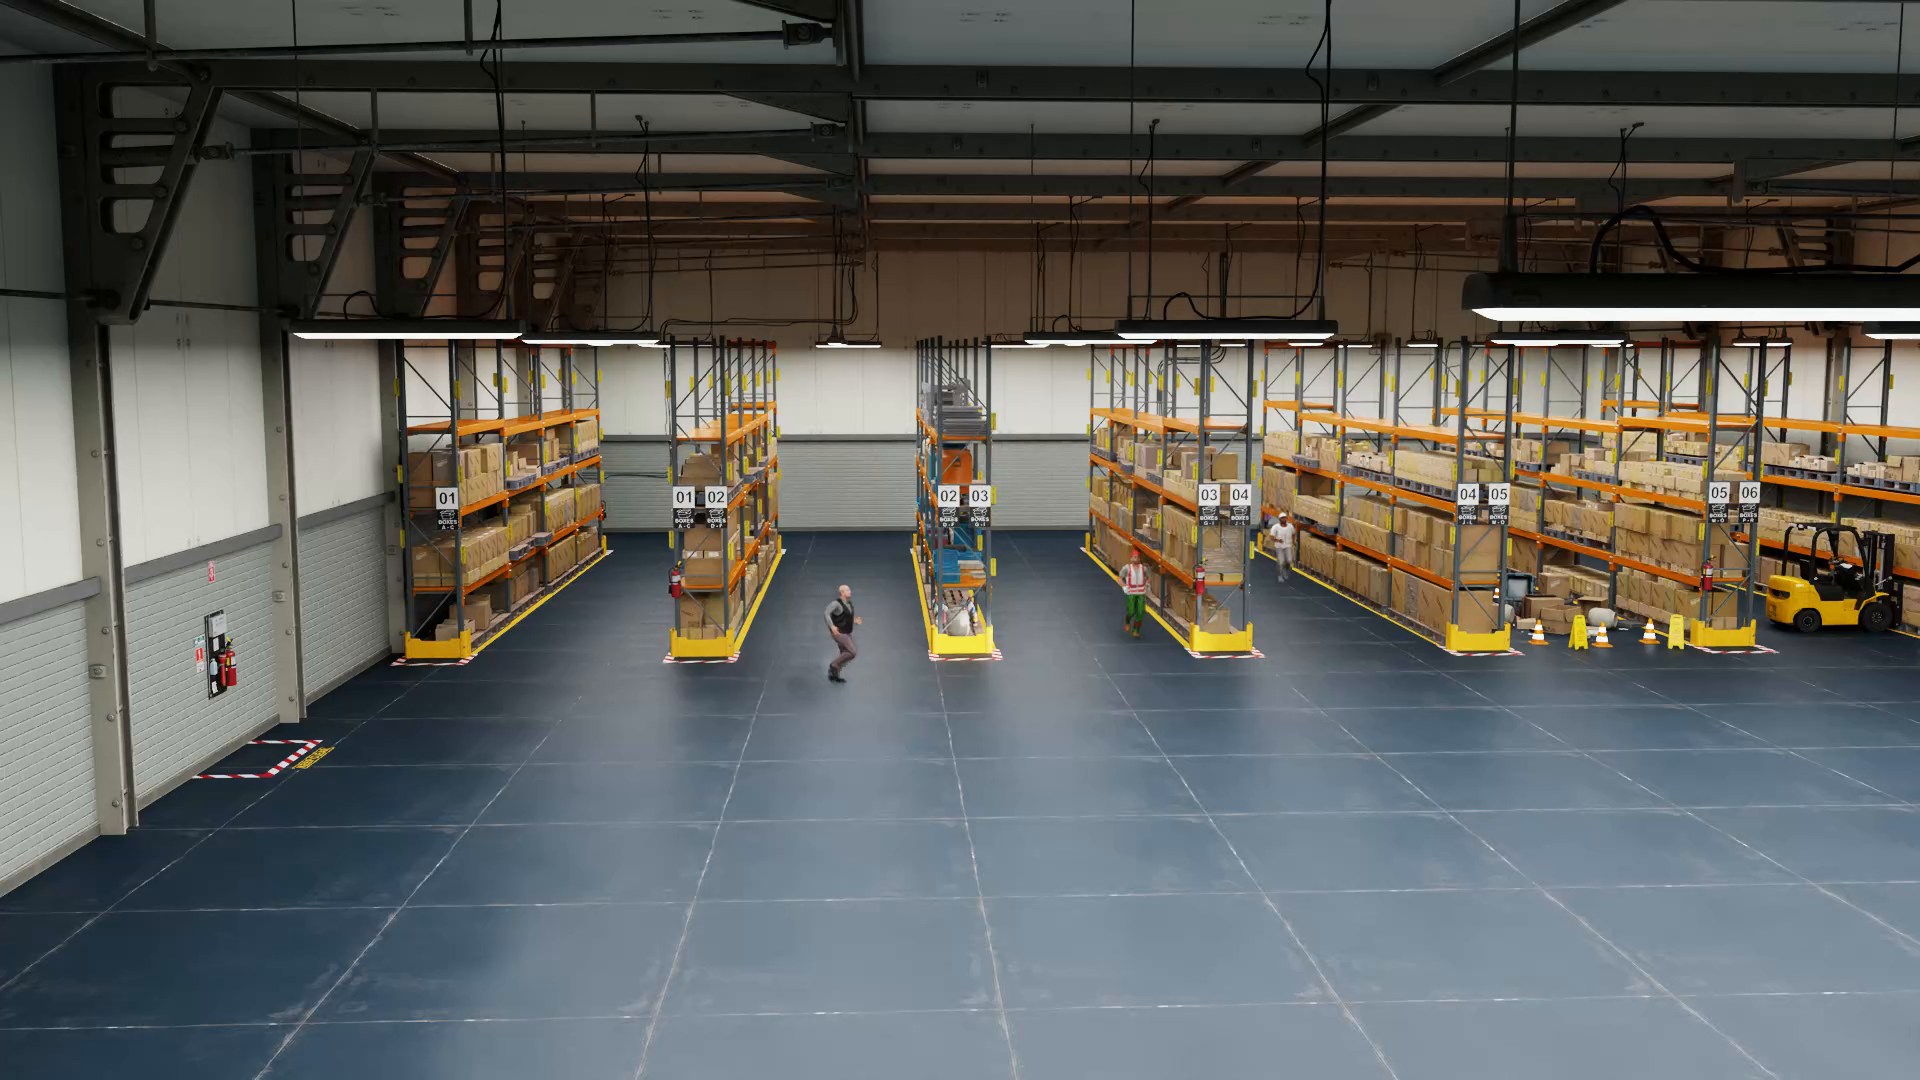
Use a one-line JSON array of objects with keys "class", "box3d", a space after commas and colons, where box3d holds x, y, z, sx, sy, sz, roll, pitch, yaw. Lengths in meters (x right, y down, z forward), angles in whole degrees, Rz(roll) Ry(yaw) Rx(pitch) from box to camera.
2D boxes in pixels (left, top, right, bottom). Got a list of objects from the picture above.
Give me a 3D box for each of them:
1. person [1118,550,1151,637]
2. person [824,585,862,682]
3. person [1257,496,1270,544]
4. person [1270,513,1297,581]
[{"class": "person", "box3d": [3.513, 1.078, 33.311, 0.652, 1.736, 0.612, -1, 7, -9]}, {"class": "person", "box3d": [-2.005, 1.654, 28.804, 0.611, 1.608, 0.662, 2, 7, 20]}, {"class": "person", "box3d": [9.093, -0.590, 49.173, 0.648, 1.573, 0.599, 1, 7, 9]}, {"class": "person", "box3d": [8.018, 0.183, 41.151, 0.686, 1.725, 0.617, 0, 6, -3]}]
